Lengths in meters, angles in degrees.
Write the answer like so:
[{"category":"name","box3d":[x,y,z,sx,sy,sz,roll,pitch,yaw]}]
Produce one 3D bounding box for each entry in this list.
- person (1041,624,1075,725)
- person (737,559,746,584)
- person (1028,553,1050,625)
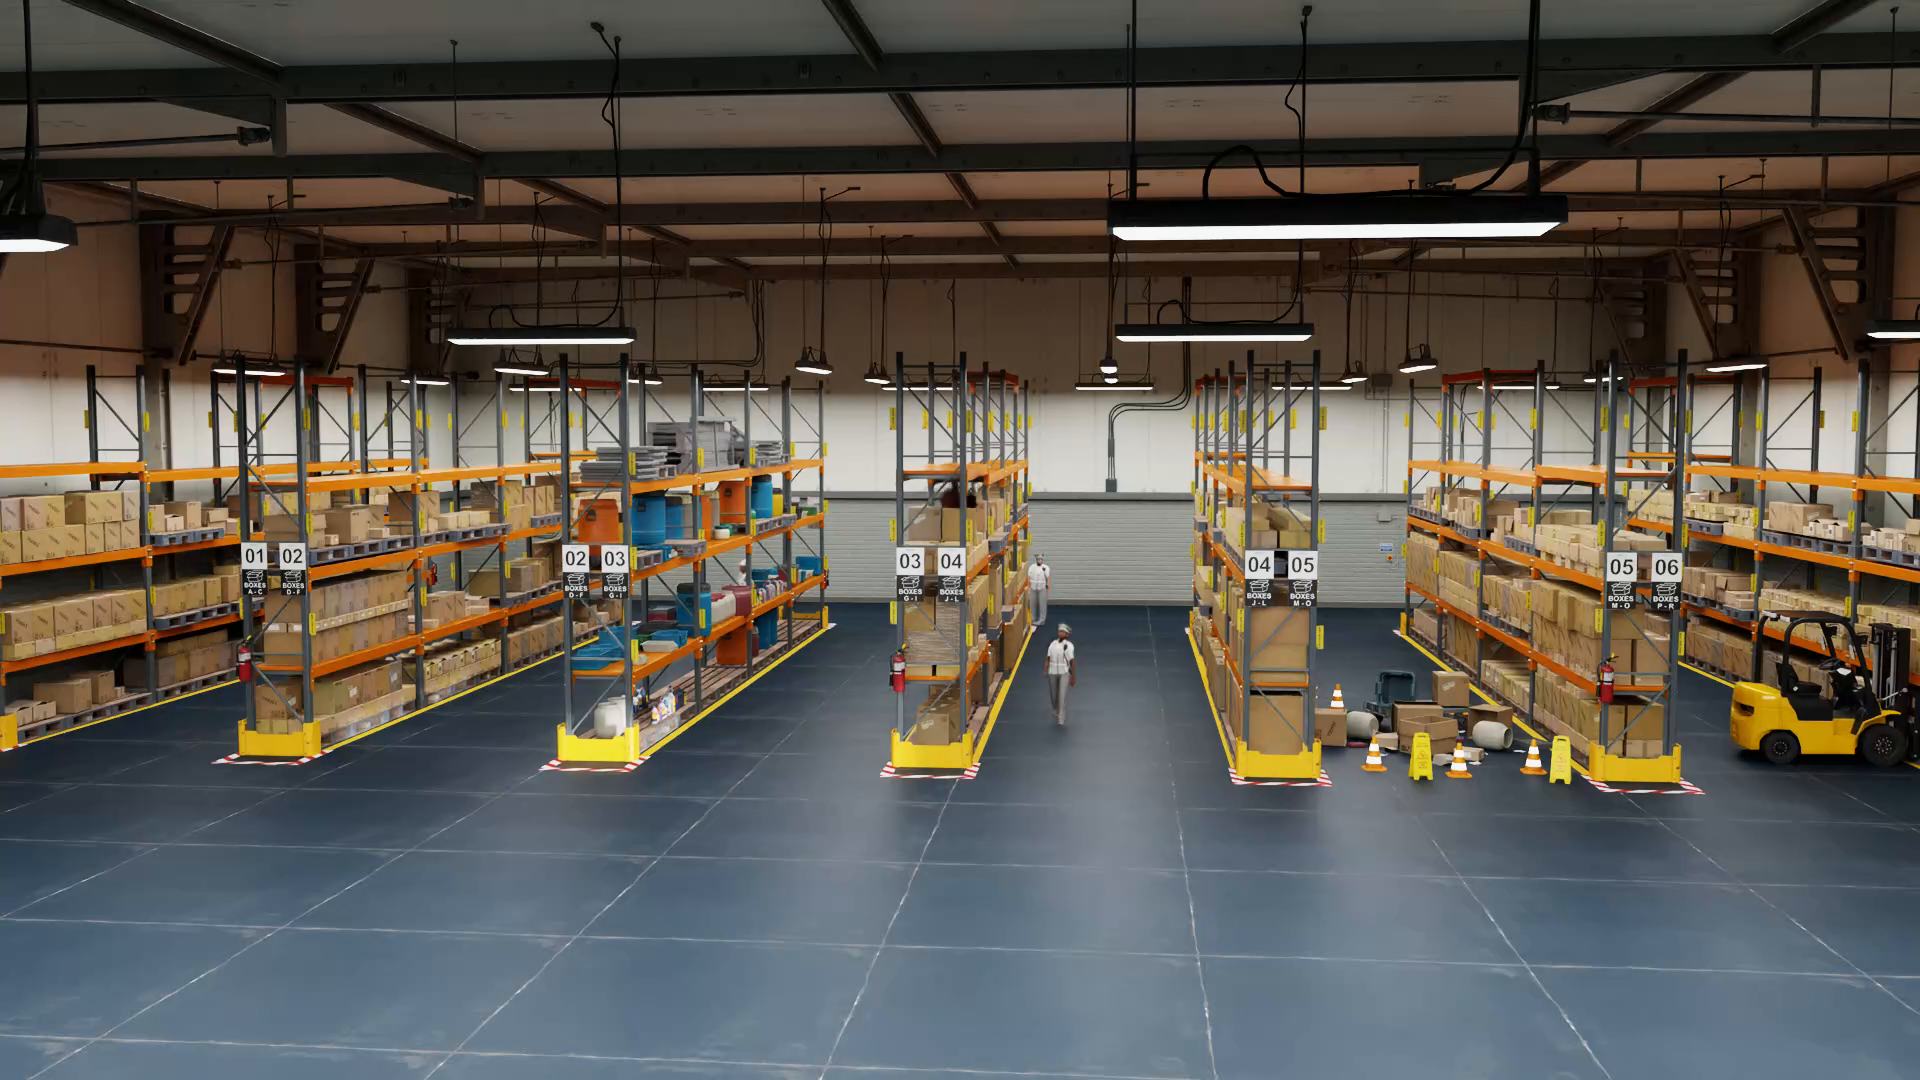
[{"category":"person","box3d":[1.647,2.213,27.661,0.543,1.645,0.976,1,4,10]},{"category":"person","box3d":[-5.114,1.350,38.995,0.543,1.797,0.612,-2,4,-24]},{"category":"person","box3d":[1.922,1.212,40.994,0.583,1.786,0.443,2,4,22]}]
